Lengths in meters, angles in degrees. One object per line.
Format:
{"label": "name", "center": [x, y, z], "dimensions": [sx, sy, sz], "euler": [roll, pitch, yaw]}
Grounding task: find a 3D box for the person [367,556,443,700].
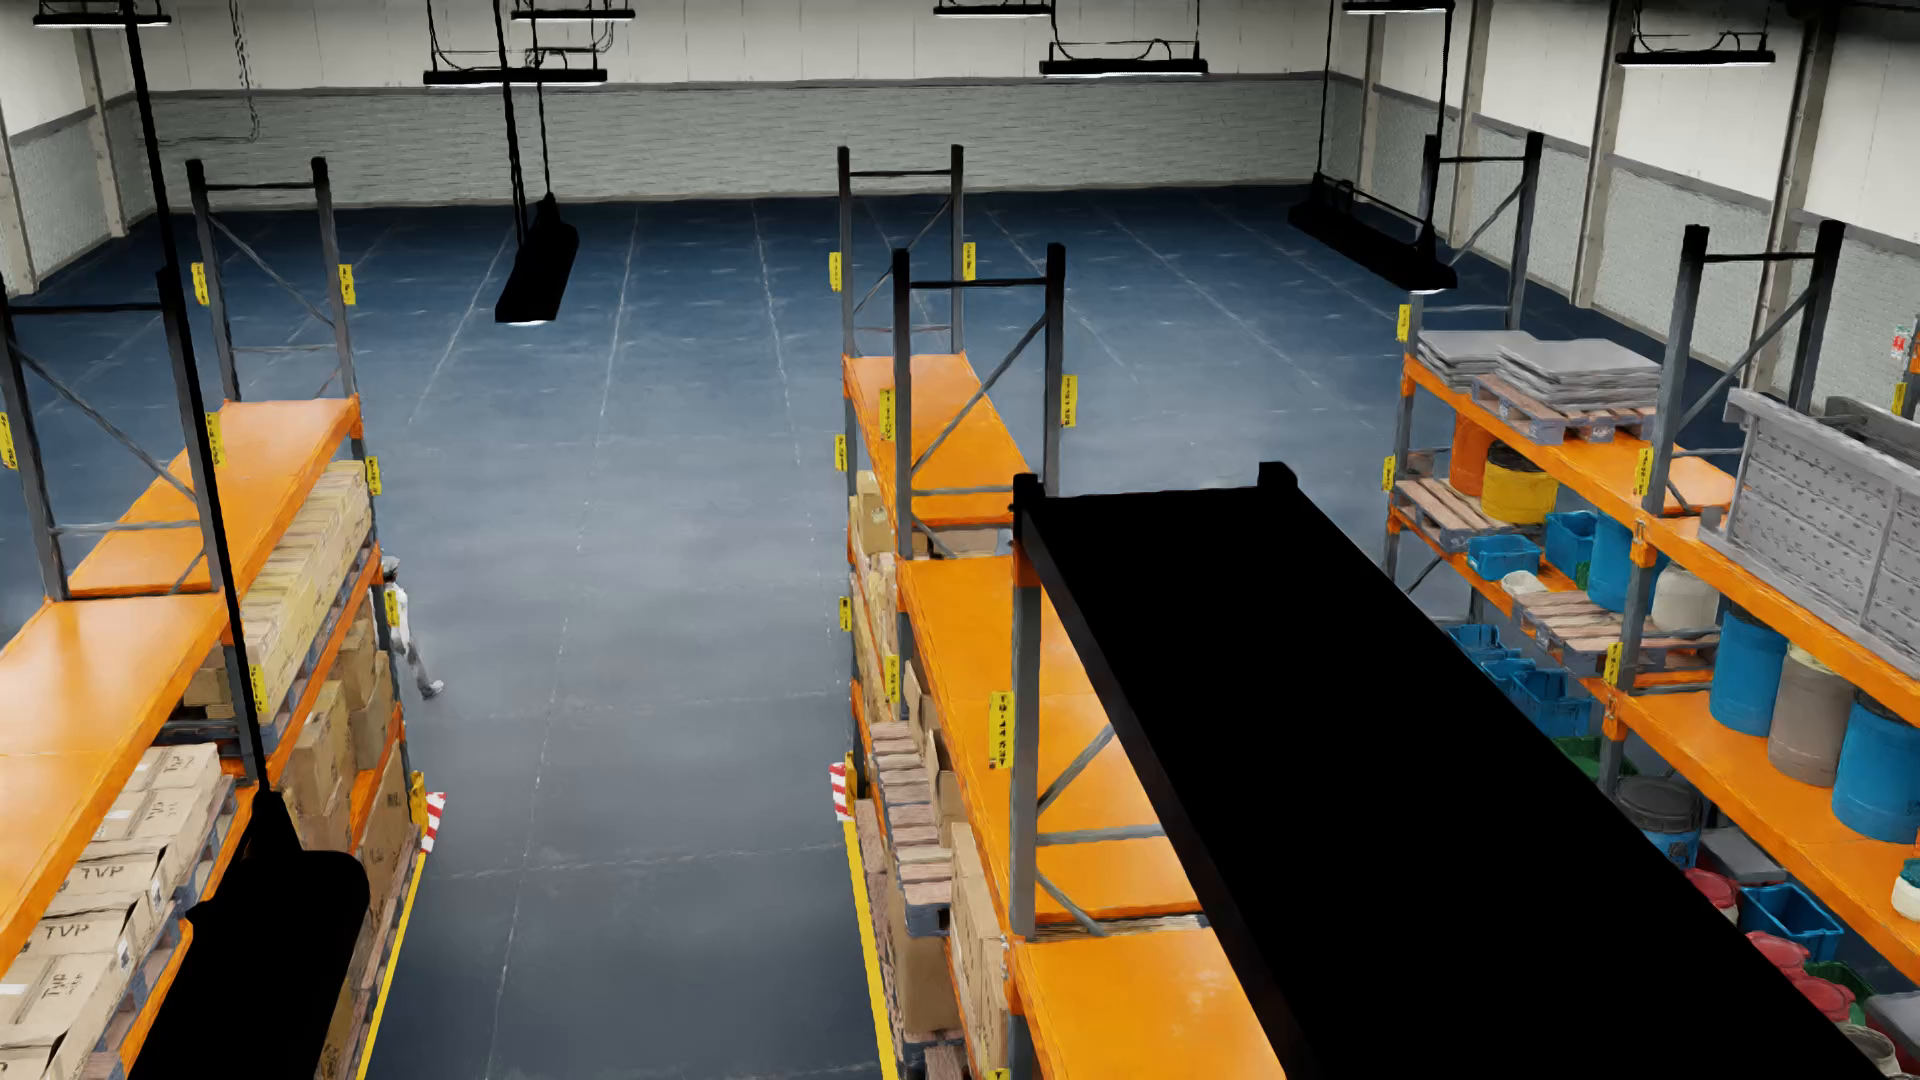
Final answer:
{"label": "person", "center": [-5.798, 0.968, 16.986], "dimensions": [0.524, 1.623, 0.930], "euler": [6, 22, 14]}
